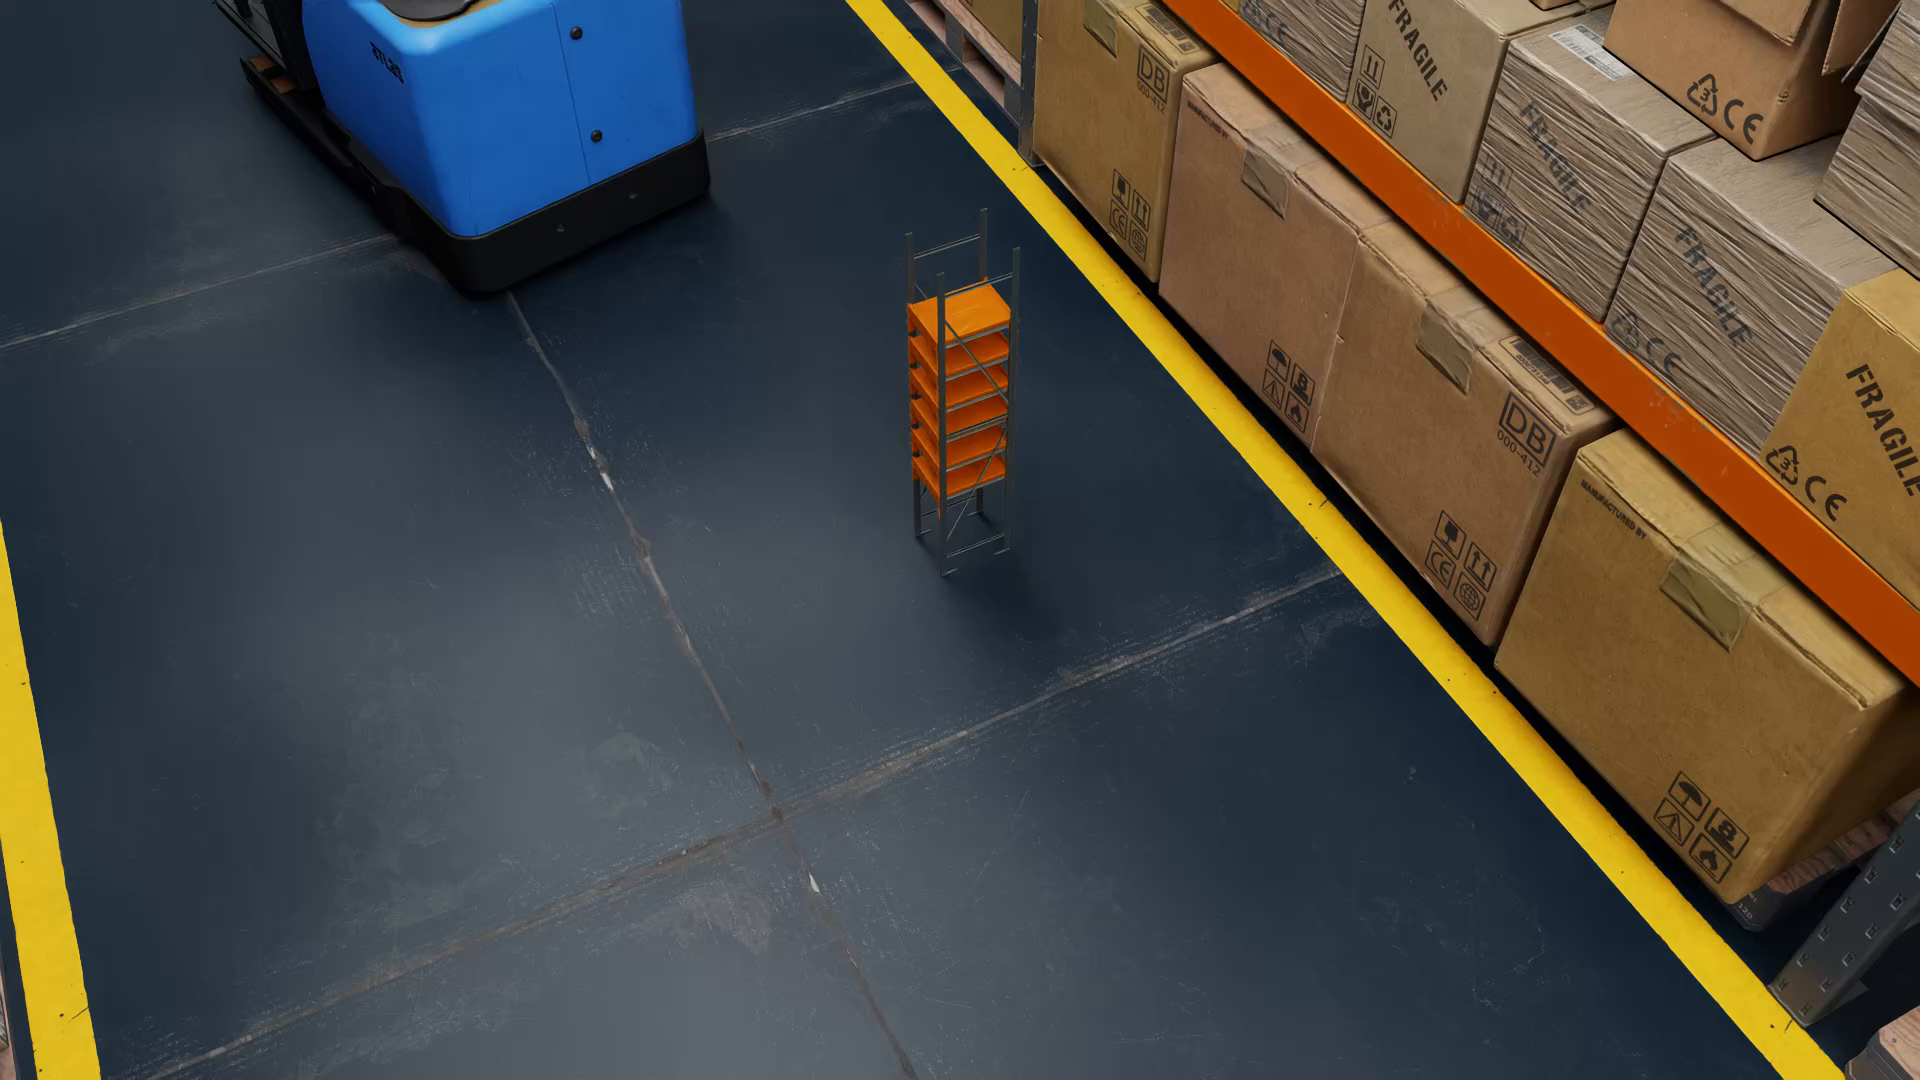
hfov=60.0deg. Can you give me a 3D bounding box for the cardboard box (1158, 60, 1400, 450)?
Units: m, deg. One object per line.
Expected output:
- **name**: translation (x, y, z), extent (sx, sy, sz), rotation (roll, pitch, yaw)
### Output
- **cardboard box**: translation (1.420, -1.069, 5.325), extent (1.225, 0.875, 0.875), rotation (-23, 53, -19)

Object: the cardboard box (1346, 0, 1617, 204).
- **cardboard box**: translation (1.389, -1.273, 4.304), extent (0.500, 0.500, 0.500), rotation (-20, 52, -17)

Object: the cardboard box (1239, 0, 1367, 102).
- **cardboard box**: translation (1.148, -1.617, 4.605), extent (0.500, 0.500, 0.500), rotation (-22, 52, -18)

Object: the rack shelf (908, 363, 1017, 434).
- **rack shelf**: translation (0.007, -0.435, 4.733), extent (0.258, 0.103, 0.180), rotation (-21, 52, -18)

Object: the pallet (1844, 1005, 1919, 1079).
- **pallet**: translation (2.887, 1.470, 3.824), extent (1.003, 0.211, 1.213), rotation (-21, 52, -18)

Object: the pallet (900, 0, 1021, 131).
- **pallet**: translation (0.422, -2.267, 7.093), extent (1.003, 0.211, 1.213), rotation (-21, 52, -18)

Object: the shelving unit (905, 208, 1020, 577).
- **shelving unit**: translation (0.007, -0.385, 4.790), extent (0.258, 1.200, 0.189), rotation (-21, 52, -18)

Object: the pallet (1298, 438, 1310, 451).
- **pallet**: translation (1.683, -0.423, 5.480), extent (1.003, 0.211, 1.213), rotation (-21, 52, -18)

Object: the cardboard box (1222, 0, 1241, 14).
- **cardboard box**: translation (0.919, -1.952, 4.898), extent (0.500, 0.500, 0.500), rotation (-21, 52, -17)

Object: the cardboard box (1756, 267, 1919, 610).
- **cardboard box**: translation (2.084, -0.250, 3.409), extent (0.500, 0.500, 0.500), rotation (-20, 52, -16)

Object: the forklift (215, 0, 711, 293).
- **forklift**: translation (-2.280, -2.894, 5.834), extent (1.130, 2.935, 3.031), rotation (-32, 56, -25)

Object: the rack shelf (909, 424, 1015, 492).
- **rack shelf**: translation (0.007, -0.277, 4.914), extent (0.258, 0.103, 0.180), rotation (-21, 52, -18)

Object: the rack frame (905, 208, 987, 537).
- **rack frame**: translation (-0.035, -0.447, 4.843), extent (0.240, 1.200, 0.006), rotation (-21, 52, -18)

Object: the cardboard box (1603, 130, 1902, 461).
- **cardboard box**: translation (1.861, -0.586, 3.703), extent (0.500, 0.500, 0.500), rotation (-22, 52, -18)

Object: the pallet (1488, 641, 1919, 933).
- **pallet**: translation (2.237, 0.392, 4.767), extent (1.003, 0.211, 1.213), rotation (-21, 52, -18)

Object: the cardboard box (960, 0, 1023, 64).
- **cardboard box**: translation (0.469, -2.557, 6.626), extent (0.875, 0.875, 0.875), rotation (-21, 52, -18)

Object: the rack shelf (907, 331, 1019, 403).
- **rack shelf**: translation (0.007, -0.514, 4.643), extent (0.258, 0.103, 0.180), rotation (-21, 52, -18)

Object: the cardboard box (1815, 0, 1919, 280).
- **cardboard box**: translation (2.210, -0.830, 3.250), extent (0.797, 0.503, 0.637), rotation (-20, 52, -16)

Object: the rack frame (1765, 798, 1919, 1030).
- **rack frame**: translation (2.531, 0.028, 3.233), extent (1.000, 3.000, 0.127), rotation (-21, 52, -18)

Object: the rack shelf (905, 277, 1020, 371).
- **rack shelf**: translation (0.007, -0.593, 4.552), extent (0.258, 0.103, 0.180), rotation (-21, 52, -18)

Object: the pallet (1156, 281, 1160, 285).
- **pallet**: translation (1.120, -1.241, 6.195), extent (1.003, 0.211, 1.213), rotation (-21, 52, -18)

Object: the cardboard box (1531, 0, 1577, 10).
- **cardboard box**: translation (1.602, -1.714, 4.023), extent (0.797, 0.503, 0.637), rotation (-20, 52, -16)

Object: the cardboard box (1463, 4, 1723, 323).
- **cardboard box**: translation (1.621, -0.932, 4.006), extent (0.500, 0.500, 0.500), rotation (-23, 53, -19)

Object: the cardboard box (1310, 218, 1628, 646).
- **cardboard box**: translation (1.832, -0.479, 4.809), extent (1.225, 0.875, 0.875), rotation (-21, 52, -17)

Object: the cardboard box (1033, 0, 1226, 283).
- **cardboard box**: translation (1.011, -1.666, 5.847), extent (1.225, 0.875, 0.875), rotation (-21, 52, -17)

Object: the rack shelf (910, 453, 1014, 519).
- **rack shelf**: translation (0.007, -0.198, 5.004), extent (0.258, 0.103, 0.180), rotation (-21, 52, -18)

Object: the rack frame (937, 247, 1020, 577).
- **rack frame**: translation (0.048, -0.324, 4.736), extent (0.240, 1.200, 0.006), rotation (-21, 52, -18)

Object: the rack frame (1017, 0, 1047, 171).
- **rack frame**: translation (0.700, -2.649, 5.574), extent (1.000, 3.000, 0.127), rotation (-21, 52, -18)

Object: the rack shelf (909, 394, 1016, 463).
- **rack shelf**: translation (0.007, -0.356, 4.823), extent (0.258, 0.103, 0.180), rotation (-21, 52, -18)

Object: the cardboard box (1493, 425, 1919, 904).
- **cardboard box**: translation (2.233, 0.120, 4.285), extent (1.225, 0.875, 0.875), rotation (-23, 53, -19)

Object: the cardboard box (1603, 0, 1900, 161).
- **cardboard box**: translation (1.915, -1.267, 3.633), extent (0.797, 0.503, 0.637), rotation (-20, 52, -17)
